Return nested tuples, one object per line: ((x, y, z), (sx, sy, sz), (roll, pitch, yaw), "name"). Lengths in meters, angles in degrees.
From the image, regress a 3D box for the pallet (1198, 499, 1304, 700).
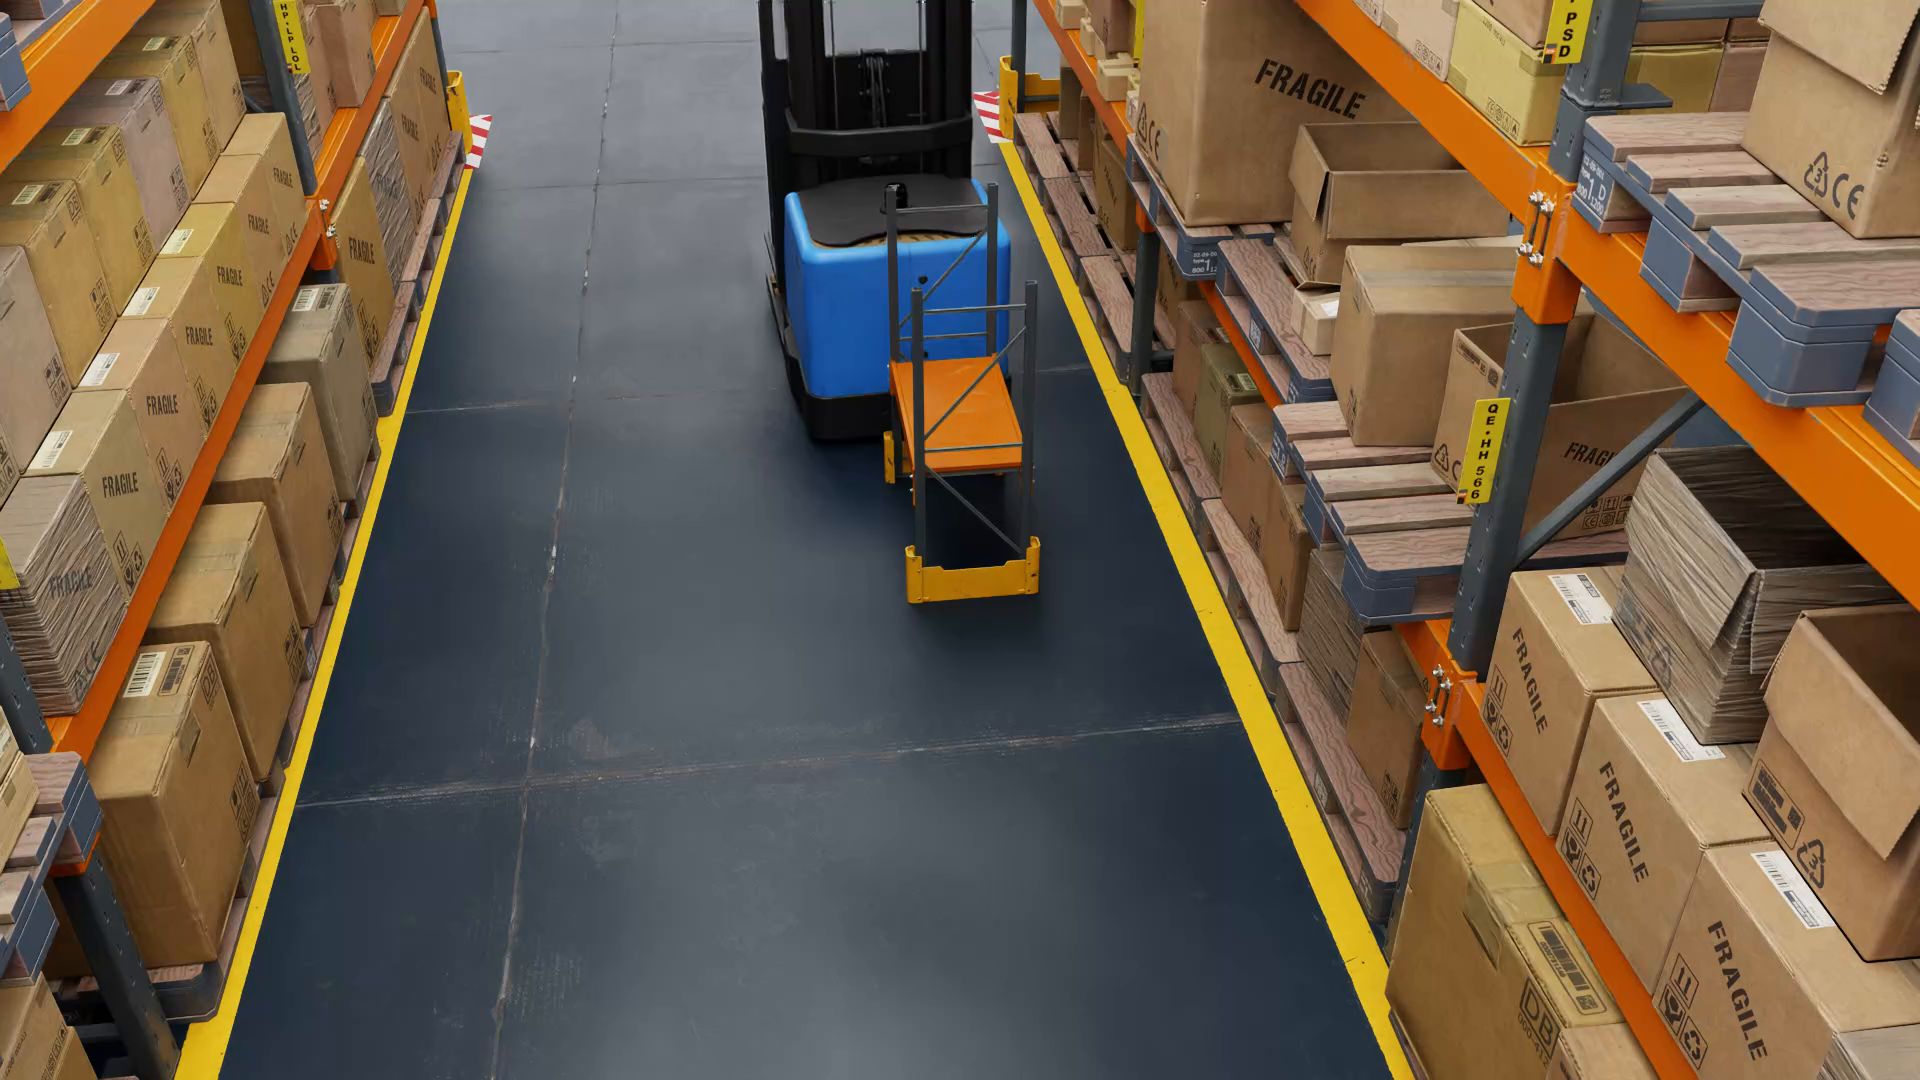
((1.682, 0.200, 7.269), (1.003, 0.211, 1.213), (-4, 35, -6), "pallet")

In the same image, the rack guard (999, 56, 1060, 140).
((0.881, -3.226, 12.040), (1.175, 0.500, 0.348), (-4, 35, -6), "rack guard")

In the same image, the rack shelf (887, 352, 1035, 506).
((-0.011, -0.519, 7.499), (0.538, 0.185, 1.000), (-4, 35, -6), "rack shelf")

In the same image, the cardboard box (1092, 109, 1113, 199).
((1.118, -2.410, 10.470), (0.500, 0.500, 0.500), (-1, 34, -2), "cardboard box")

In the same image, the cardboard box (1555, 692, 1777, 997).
((1.814, 0.701, 3.969), (0.500, 0.500, 0.500), (-5, 35, -8), "cardboard box")

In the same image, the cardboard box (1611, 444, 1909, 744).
((2.029, 0.117, 3.936), (0.797, 0.503, 0.637), (-3, 34, -5), "cardboard box")

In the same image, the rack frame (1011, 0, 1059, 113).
((0.870, -4.301, 11.398), (1.000, 3.000, 0.127), (-4, 35, -6), "rack frame")

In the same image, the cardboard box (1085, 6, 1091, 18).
((0.943, -3.046, 9.780), (0.380, 0.149, 0.250), (-4, 35, -6), "cardboard box")

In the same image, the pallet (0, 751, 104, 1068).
((-2.781, 0.951, 3.861), (1.213, 0.211, 1.003), (-4, 35, -6), "pallet")

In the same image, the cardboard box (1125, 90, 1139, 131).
((1.064, -2.203, 8.542), (0.380, 0.149, 0.250), (-4, 35, -6), "cardboard box")

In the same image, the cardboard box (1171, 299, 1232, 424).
((1.470, -0.874, 8.197), (0.700, 0.500, 0.500), (-7, 35, -10), "cardboard box")

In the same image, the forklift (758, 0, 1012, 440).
((-0.530, -2.537, 8.871), (1.130, 2.935, 3.031), (-6, 35, -9), "forklift")

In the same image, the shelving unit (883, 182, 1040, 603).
((-0.010, -0.662, 7.390), (0.587, 1.500, 1.083), (-4, 35, -6), "shelving unit")

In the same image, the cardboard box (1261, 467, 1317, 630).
((1.666, 0.017, 6.890), (0.700, 0.500, 0.500), (-2, 34, -2), "cardboard box")

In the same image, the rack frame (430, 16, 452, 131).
((-4.058, -3.982, 10.929), (1.000, 3.000, 0.127), (-4, 35, -6), "rack frame")

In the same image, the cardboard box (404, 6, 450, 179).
((-3.901, -2.904, 10.862), (0.875, 0.875, 0.875), (-4, 34, -6), "cardboard box")

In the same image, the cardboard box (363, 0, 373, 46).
((-3.804, -2.920, 9.238), (0.875, 0.550, 0.500), (-4, 35, -6), "cardboard box")

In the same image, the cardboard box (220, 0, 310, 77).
((-3.536, -2.466, 7.614), (0.875, 0.550, 0.550), (-4, 35, -6), "cardboard box")

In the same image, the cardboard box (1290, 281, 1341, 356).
((1.455, -0.865, 6.102), (0.396, 0.266, 0.258), (-5, 35, -8), "cardboard box")

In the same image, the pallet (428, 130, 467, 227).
((-3.873, -2.389, 11.069), (1.003, 0.211, 1.213), (-4, 35, -6), "pallet")

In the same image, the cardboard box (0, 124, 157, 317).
((-3.242, -1.077, 5.690), (0.700, 0.500, 0.500), (-5, 35, -7), "cardboard box")

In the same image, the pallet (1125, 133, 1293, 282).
((1.367, -1.552, 7.534), (1.003, 0.211, 1.213), (-4, 35, -6), "pallet")

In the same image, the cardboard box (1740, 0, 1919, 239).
((2.100, -0.958, 3.363), (0.797, 0.503, 0.637), (-2, 34, -4), "cardboard box")

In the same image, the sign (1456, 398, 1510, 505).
((1.410, -0.236, 4.475), (0.100, 0.325, 0.005), (-4, 35, -6), "sign")

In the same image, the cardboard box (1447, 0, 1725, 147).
((1.639, -1.261, 4.407), (0.500, 0.250, 0.500), (-4, 35, -6), "cardboard box")

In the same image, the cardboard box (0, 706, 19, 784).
((-2.464, 0.531, 3.893), (0.380, 0.149, 0.250), (-4, 34, -5), "cardboard box")

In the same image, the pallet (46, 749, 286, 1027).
((-3.013, 1.189, 5.818), (1.003, 0.211, 1.213), (-4, 35, -6), "pallet")

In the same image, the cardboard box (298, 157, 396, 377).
((-3.535, -1.402, 8.657), (0.875, 0.875, 0.875), (-4, 34, -6), "cardboard box")

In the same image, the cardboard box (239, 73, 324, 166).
((-3.582, -2.017, 7.913), (0.875, 0.550, 0.550), (-4, 35, -6), "cardboard box")

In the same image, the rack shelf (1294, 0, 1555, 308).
((1.677, -1.895, 5.843), (1.077, 0.370, 4.000), (-4, 35, -6), "rack shelf")

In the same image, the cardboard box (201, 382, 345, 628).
((-3.221, -0.115, 6.881), (1.050, 0.750, 0.750), (-4, 35, -6), "cardboard box")

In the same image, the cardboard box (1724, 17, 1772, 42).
((2.138, -1.606, 4.247), (0.500, 0.500, 0.500), (-4, 34, -6), "cardboard box")

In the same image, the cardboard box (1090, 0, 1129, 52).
((1.210, -3.042, 9.197), (0.875, 0.500, 0.500), (-4, 35, -6), "cardboard box")

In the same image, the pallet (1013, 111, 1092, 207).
((0.955, -2.650, 11.452), (1.003, 0.211, 1.213), (-4, 35, -6), "pallet")

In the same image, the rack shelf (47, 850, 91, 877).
((-2.713, 1.896, 2.943), (1.077, 0.370, 4.000), (-4, 35, -6), "rack shelf")

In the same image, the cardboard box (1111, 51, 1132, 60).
((1.043, -2.628, 9.165), (0.380, 0.149, 0.250), (-4, 35, -6), "cardboard box")

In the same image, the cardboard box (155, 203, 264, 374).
((-3.049, -0.956, 6.401), (0.500, 0.500, 0.500), (-4, 34, -6), "cardboard box")

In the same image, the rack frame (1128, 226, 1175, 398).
((1.408, -2.069, 8.122), (1.000, 3.000, 0.127), (-4, 35, -6), "rack frame")

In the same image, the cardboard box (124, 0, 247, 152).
((-3.447, -1.928, 6.938), (0.700, 0.500, 0.500), (-5, 35, -7), "cardboard box")

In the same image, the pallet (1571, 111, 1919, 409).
((2.086, -0.643, 3.534), (1.213, 0.211, 1.003), (-3, 34, -4), "pallet")

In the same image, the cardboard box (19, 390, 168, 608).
((-2.846, -0.113, 5.164), (0.500, 0.500, 0.500), (-5, 35, -7), "cardboard box")

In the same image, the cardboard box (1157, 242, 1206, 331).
((1.394, -1.436, 9.040), (0.500, 0.500, 0.500), (-5, 35, -8), "cardboard box")

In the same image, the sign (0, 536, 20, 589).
((-2.446, -0.010, 4.143), (0.100, 0.325, 0.005), (-4, 35, -6), "sign")

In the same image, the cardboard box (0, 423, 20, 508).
((-3.033, -0.223, 4.438), (0.700, 0.500, 0.500), (-5, 35, -7), "cardboard box")

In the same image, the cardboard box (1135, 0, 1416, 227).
((1.377, -2.036, 7.169), (1.000, 1.000, 1.000), (-4, 34, -6), "cardboard box")
